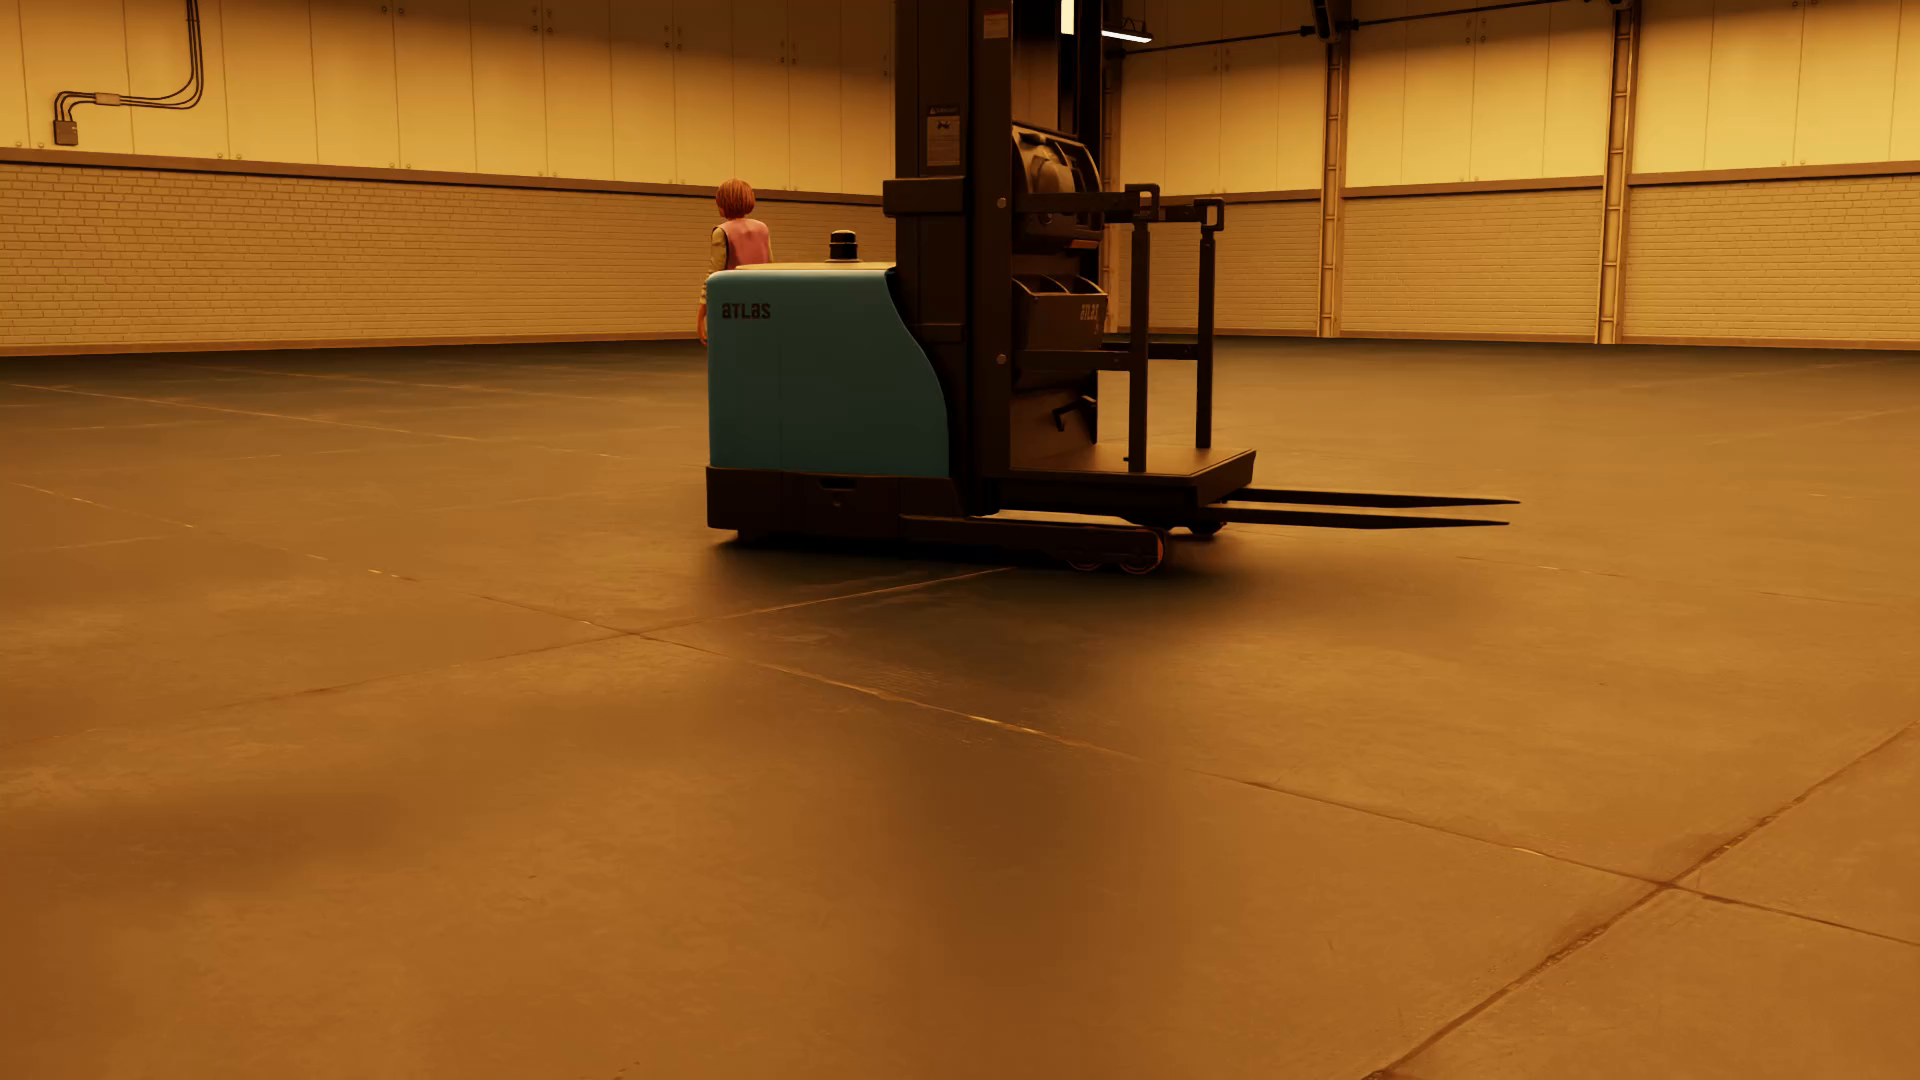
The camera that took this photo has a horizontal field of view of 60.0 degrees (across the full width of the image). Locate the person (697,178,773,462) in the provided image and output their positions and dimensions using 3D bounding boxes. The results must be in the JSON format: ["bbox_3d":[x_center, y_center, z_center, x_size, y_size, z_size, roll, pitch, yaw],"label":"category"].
[{"bbox_3d":[-1.296,-1.213,9.360,0.472,1.599,0.521,8,12,43],"label":"person"}]

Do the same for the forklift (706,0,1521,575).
[{"bbox_3d":[0.565,-1.416,6.275,3.031,2.935,1.130,3,9,22],"label":"forklift"}]
